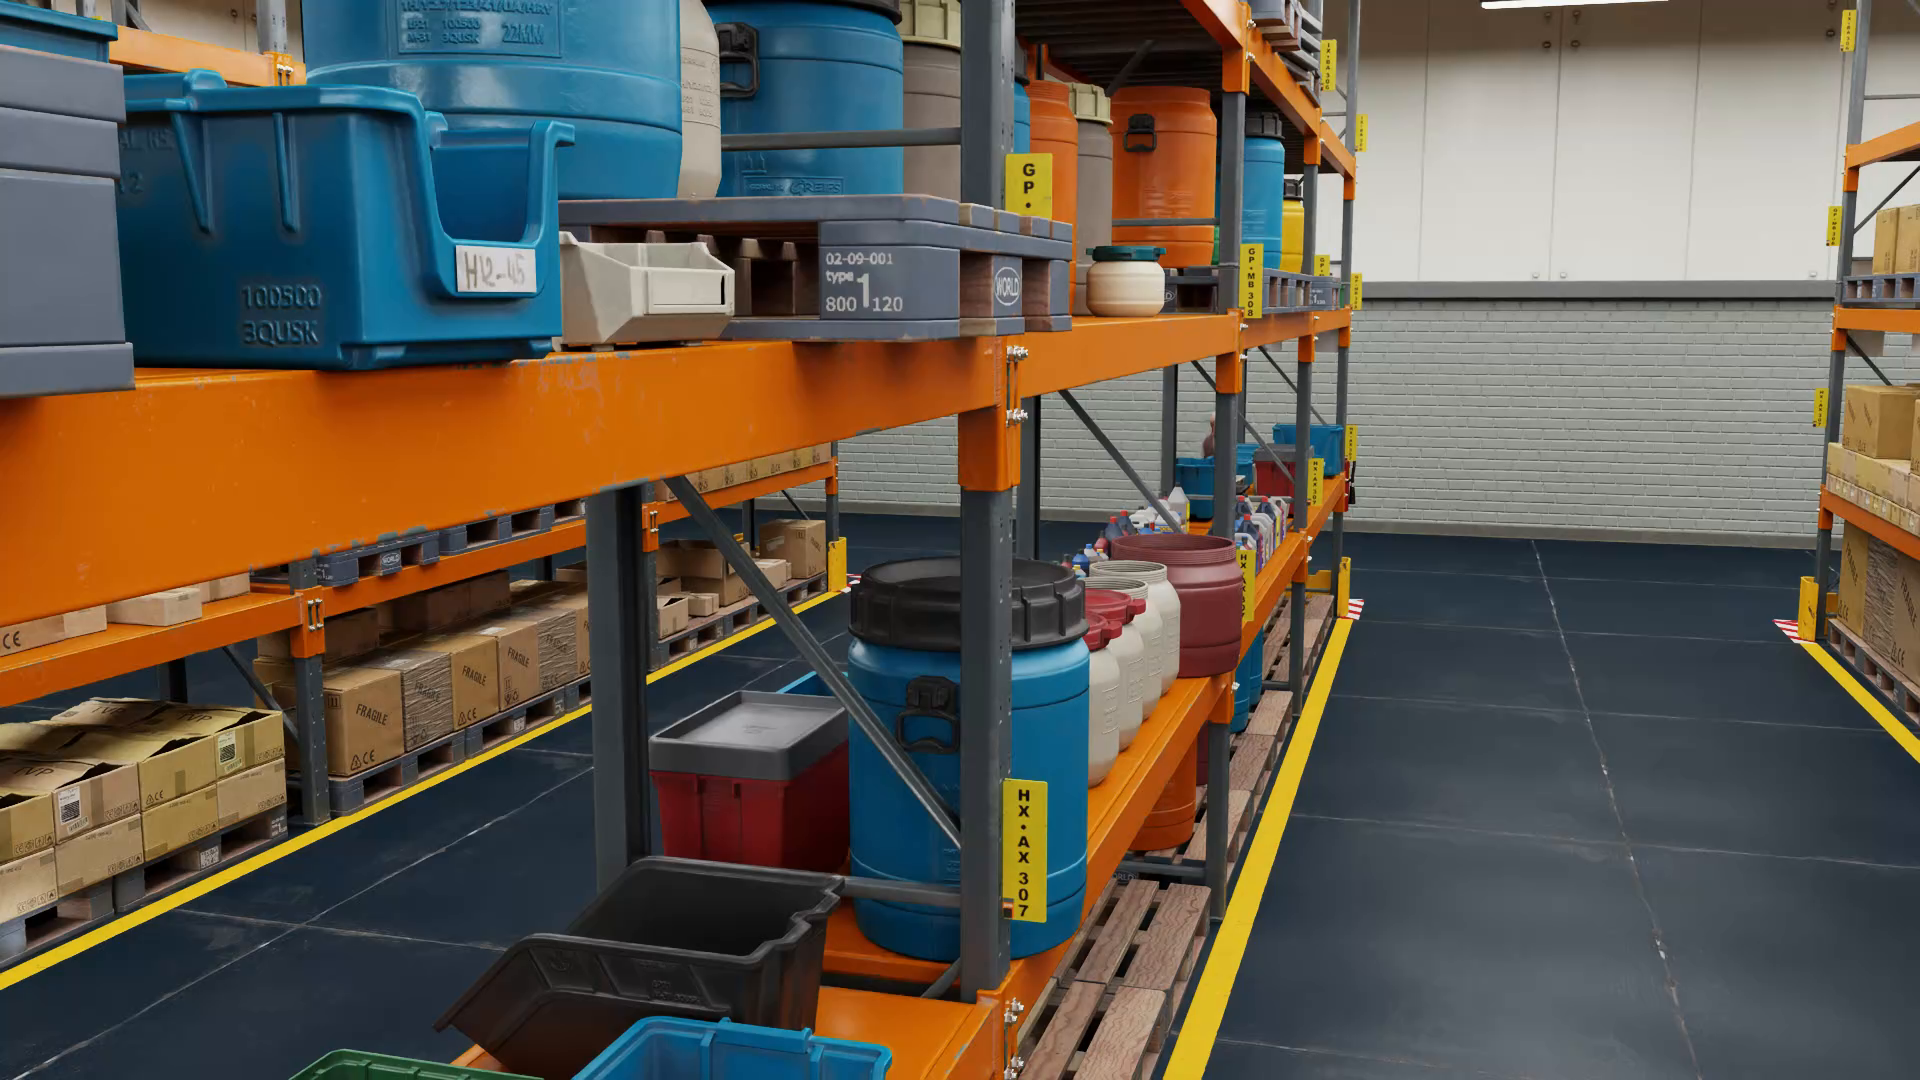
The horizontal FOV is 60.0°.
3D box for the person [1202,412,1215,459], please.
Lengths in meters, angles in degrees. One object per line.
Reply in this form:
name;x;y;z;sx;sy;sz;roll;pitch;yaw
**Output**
person;2.565;-0.415;16.615;0.724;1.767;0.617;-2;8;-11
